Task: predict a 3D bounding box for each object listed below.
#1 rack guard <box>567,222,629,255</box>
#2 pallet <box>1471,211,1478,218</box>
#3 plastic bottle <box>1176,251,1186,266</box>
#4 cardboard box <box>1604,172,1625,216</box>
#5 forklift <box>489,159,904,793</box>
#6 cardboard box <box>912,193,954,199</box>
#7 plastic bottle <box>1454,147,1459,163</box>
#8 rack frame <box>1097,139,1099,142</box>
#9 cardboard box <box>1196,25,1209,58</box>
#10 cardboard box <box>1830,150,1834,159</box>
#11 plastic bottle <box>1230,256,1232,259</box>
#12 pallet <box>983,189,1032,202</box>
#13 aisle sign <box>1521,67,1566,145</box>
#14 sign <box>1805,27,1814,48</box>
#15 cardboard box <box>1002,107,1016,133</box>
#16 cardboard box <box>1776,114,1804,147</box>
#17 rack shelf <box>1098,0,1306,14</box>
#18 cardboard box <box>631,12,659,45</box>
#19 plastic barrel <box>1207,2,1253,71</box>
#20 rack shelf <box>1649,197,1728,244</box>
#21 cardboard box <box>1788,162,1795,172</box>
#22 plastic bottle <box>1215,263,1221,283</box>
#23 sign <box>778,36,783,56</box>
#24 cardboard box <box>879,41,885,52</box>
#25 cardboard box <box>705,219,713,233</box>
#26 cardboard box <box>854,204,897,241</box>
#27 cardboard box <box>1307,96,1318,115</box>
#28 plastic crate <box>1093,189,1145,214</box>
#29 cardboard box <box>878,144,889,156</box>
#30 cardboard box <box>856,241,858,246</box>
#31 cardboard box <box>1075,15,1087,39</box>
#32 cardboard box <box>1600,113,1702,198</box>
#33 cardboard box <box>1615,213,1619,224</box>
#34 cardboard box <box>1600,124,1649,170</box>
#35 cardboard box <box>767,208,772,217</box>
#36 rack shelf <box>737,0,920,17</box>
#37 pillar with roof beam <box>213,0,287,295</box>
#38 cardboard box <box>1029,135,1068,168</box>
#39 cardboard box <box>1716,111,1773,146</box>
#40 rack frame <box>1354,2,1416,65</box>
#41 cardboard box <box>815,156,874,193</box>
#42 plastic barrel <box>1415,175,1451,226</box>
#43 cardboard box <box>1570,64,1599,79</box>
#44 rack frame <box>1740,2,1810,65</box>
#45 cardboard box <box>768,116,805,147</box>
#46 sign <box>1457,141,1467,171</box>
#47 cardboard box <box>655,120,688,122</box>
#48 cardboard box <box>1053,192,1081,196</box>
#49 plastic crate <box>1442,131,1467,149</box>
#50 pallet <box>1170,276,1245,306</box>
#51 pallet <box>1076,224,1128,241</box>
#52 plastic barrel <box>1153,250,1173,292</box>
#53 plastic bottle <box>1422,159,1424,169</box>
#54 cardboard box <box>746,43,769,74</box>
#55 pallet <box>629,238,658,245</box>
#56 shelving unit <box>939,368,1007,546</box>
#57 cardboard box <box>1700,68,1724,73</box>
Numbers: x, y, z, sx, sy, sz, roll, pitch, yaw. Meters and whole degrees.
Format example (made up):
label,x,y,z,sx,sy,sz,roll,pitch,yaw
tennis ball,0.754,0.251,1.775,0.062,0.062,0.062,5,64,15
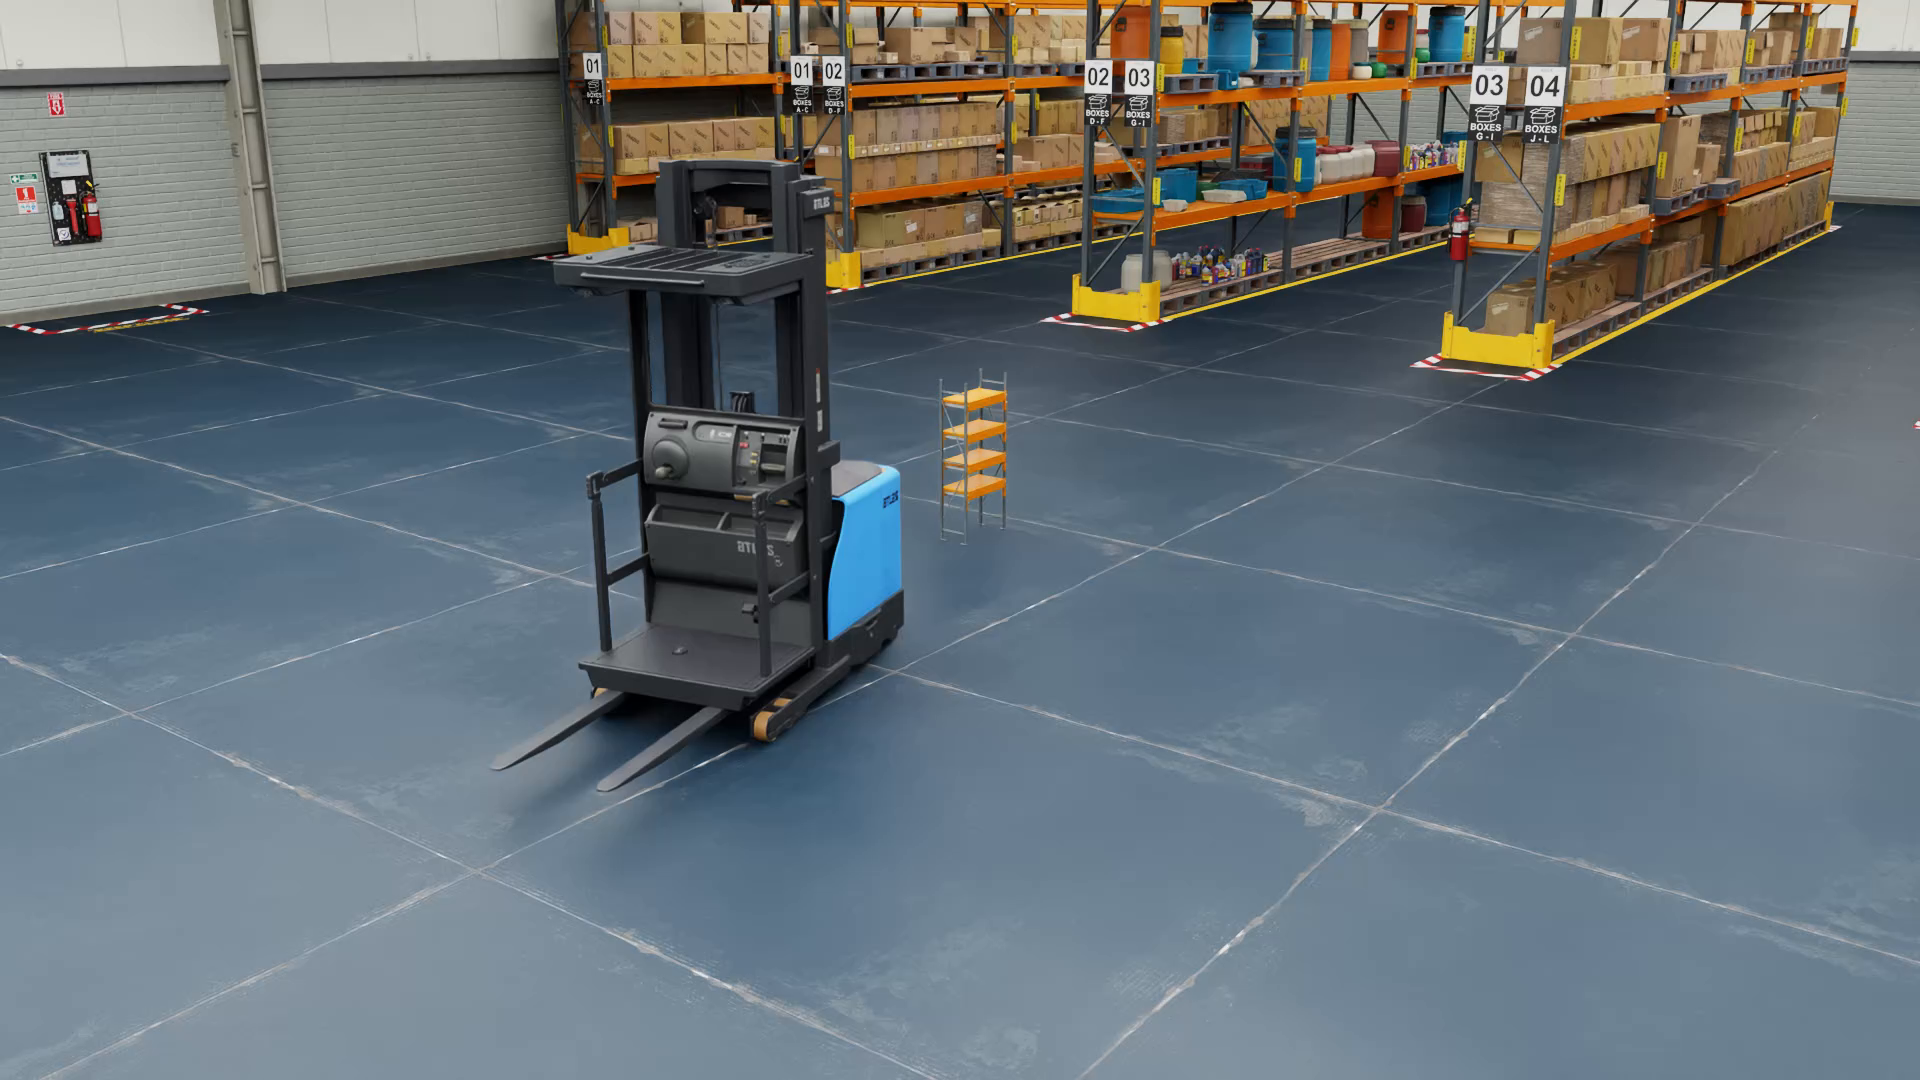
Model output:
label,x,y,z,sx,sy,sz,roll,pitch,yaw
rack guard,-5.904,-4.883,27.126,1.175,0.500,0.348,12,21,35
pallet,9.564,-6.017,31.263,1.003,0.211,1.213,12,21,35
plastic bottle,3.099,-3.897,23.459,0.144,0.351,0.185,13,22,37
cardboard box,7.507,-4.230,20.136,0.875,0.500,0.500,12,21,35
forklift,-1.376,-0.470,8.817,1.130,2.935,3.031,7,19,21
cardboard box,-0.639,-7.290,33.579,0.750,0.750,0.750,12,21,34
plastic bottle,8.663,-6.749,29.129,0.152,0.276,0.135,12,21,35
rack frame,3.584,-9.870,38.969,1.000,3.000,0.127,12,21,35
cardboard box,4.442,-9.501,31.678,0.600,0.600,0.600,12,21,34
cardboard box,15.570,-6.981,30.090,0.380,0.149,0.250,13,21,36
plastic bottle,3.833,-3.859,23.451,0.061,0.283,0.133,12,21,35
pallet,0.801,-7.388,35.680,1.003,0.211,1.213,12,21,35
aisle sign,6.189,-4.607,17.638,0.394,0.787,0.004,12,21,35
sign,13.576,-8.027,26.576,0.100,0.325,0.005,12,21,35
cardboard box,0.832,-8.839,34.945,0.500,0.500,0.500,13,21,35
cardboard box,13.625,-6.789,27.534,0.500,0.500,0.500,12,21,35
rack shelf,3.198,-7.115,21.870,1.077,0.370,4.000,12,21,35
cardboard box,-5.186,-8.186,26.599,0.500,0.500,0.500,12,21,34
plastic barrel,3.711,-6.915,22.844,0.600,0.901,0.708,12,21,35
rack shelf,9.560,-4.519,22.950,1.077,0.370,4.000,12,21,35
cardboard box,13.578,-6.183,27.520,0.380,0.149,0.250,12,21,35
plastic bottle,3.542,-3.674,22.875,0.097,0.271,0.097,0,17,0
sign,-3.126,-8.597,28.941,0.100,0.325,0.005,12,21,35
cardboard box,-1.163,-7.295,24.826,0.500,0.311,0.500,16,23,41
cardboard box,-4.648,-5.526,28.454,0.700,0.500,0.500,11,20,31
cardboard box,-1.305,-4.851,25.471,0.500,0.500,0.500,12,21,35
cardboard box,7.220,-9.246,35.104,0.500,0.500,0.500,13,22,36
plastic crate,2.065,-4.409,21.636,0.499,0.251,0.616,12,21,35
cardboard box,-1.257,-5.720,24.343,0.380,0.149,0.250,13,21,35
cardboard box,-1.599,-4.373,25.196,0.500,0.250,0.500,12,21,35
cardboard box,2.442,-11.247,36.457,0.500,0.500,0.500,13,21,35
cardboard box,8.954,-5.037,21.688,1.000,1.000,1.000,13,21,35
cardboard box,7.808,-3.940,20.299,0.380,0.149,0.250,12,21,35
cardboard box,8.024,-4.778,20.216,0.500,0.500,0.500,12,21,35
cardboard box,-3.141,-6.206,30.645,0.700,0.500,0.500,13,22,37
rack shelf,-2.375,-9.819,30.575,1.077,0.370,4.000,12,21,35
pillar with roof beam,-6.345,-7.054,19.785,9.100,9.000,0.400,12,21,35
cardboard box,1.497,-6.610,28.302,0.500,0.500,0.500,12,21,35
cardboard box,12.342,-6.503,26.267,0.797,0.503,0.637,13,21,35
rack frame,6.773,-9.079,26.306,1.000,3.000,0.127,12,21,35
cardboard box,-1.681,-5.341,24.217,0.700,0.500,0.500,12,21,35
plastic barrel,8.397,-6.070,29.562,0.600,0.901,0.708,12,21,35
cardboard box,6.838,-5.188,18.415,0.380,0.149,0.250,13,22,37
rack frame,13.135,-9.156,26.555,1.000,3.000,0.127,12,21,35
cardboard box,-3.236,-7.385,30.056,0.700,0.500,0.500,12,21,35
sign,5.551,-4.240,18.354,0.100,0.325,0.005,12,21,35
cardboard box,-4.927,-6.867,28.253,0.500,0.500,0.500,13,21,35
cardboard box,1.943,-6.046,29.637,0.500,0.311,0.500,12,21,33
plastic crate,9.161,-7.359,30.809,0.392,0.384,0.575,12,21,35
pallet,3.230,-3.485,23.110,1.003,0.211,1.213,12,21,35
pallet,2.276,-5.569,29.821,1.003,0.211,1.213,12,21,35
plastic barrel,2.636,-3.610,22.299,0.421,0.512,0.421,0,17,0
plastic bottle,7.737,-6.330,27.904,0.097,0.201,0.097,0,17,0
cardboard box,-3.670,-8.337,28.772,0.500,0.500,0.500,13,22,36
pallet,-5.392,-4.933,27.772,1.003,0.211,1.213,12,21,35
shelving unit,0.099,-0.612,12.193,0.258,1.200,0.503,12,21,35
cardboard box,10.079,-6.303,22.679,0.500,0.250,0.500,13,22,36
